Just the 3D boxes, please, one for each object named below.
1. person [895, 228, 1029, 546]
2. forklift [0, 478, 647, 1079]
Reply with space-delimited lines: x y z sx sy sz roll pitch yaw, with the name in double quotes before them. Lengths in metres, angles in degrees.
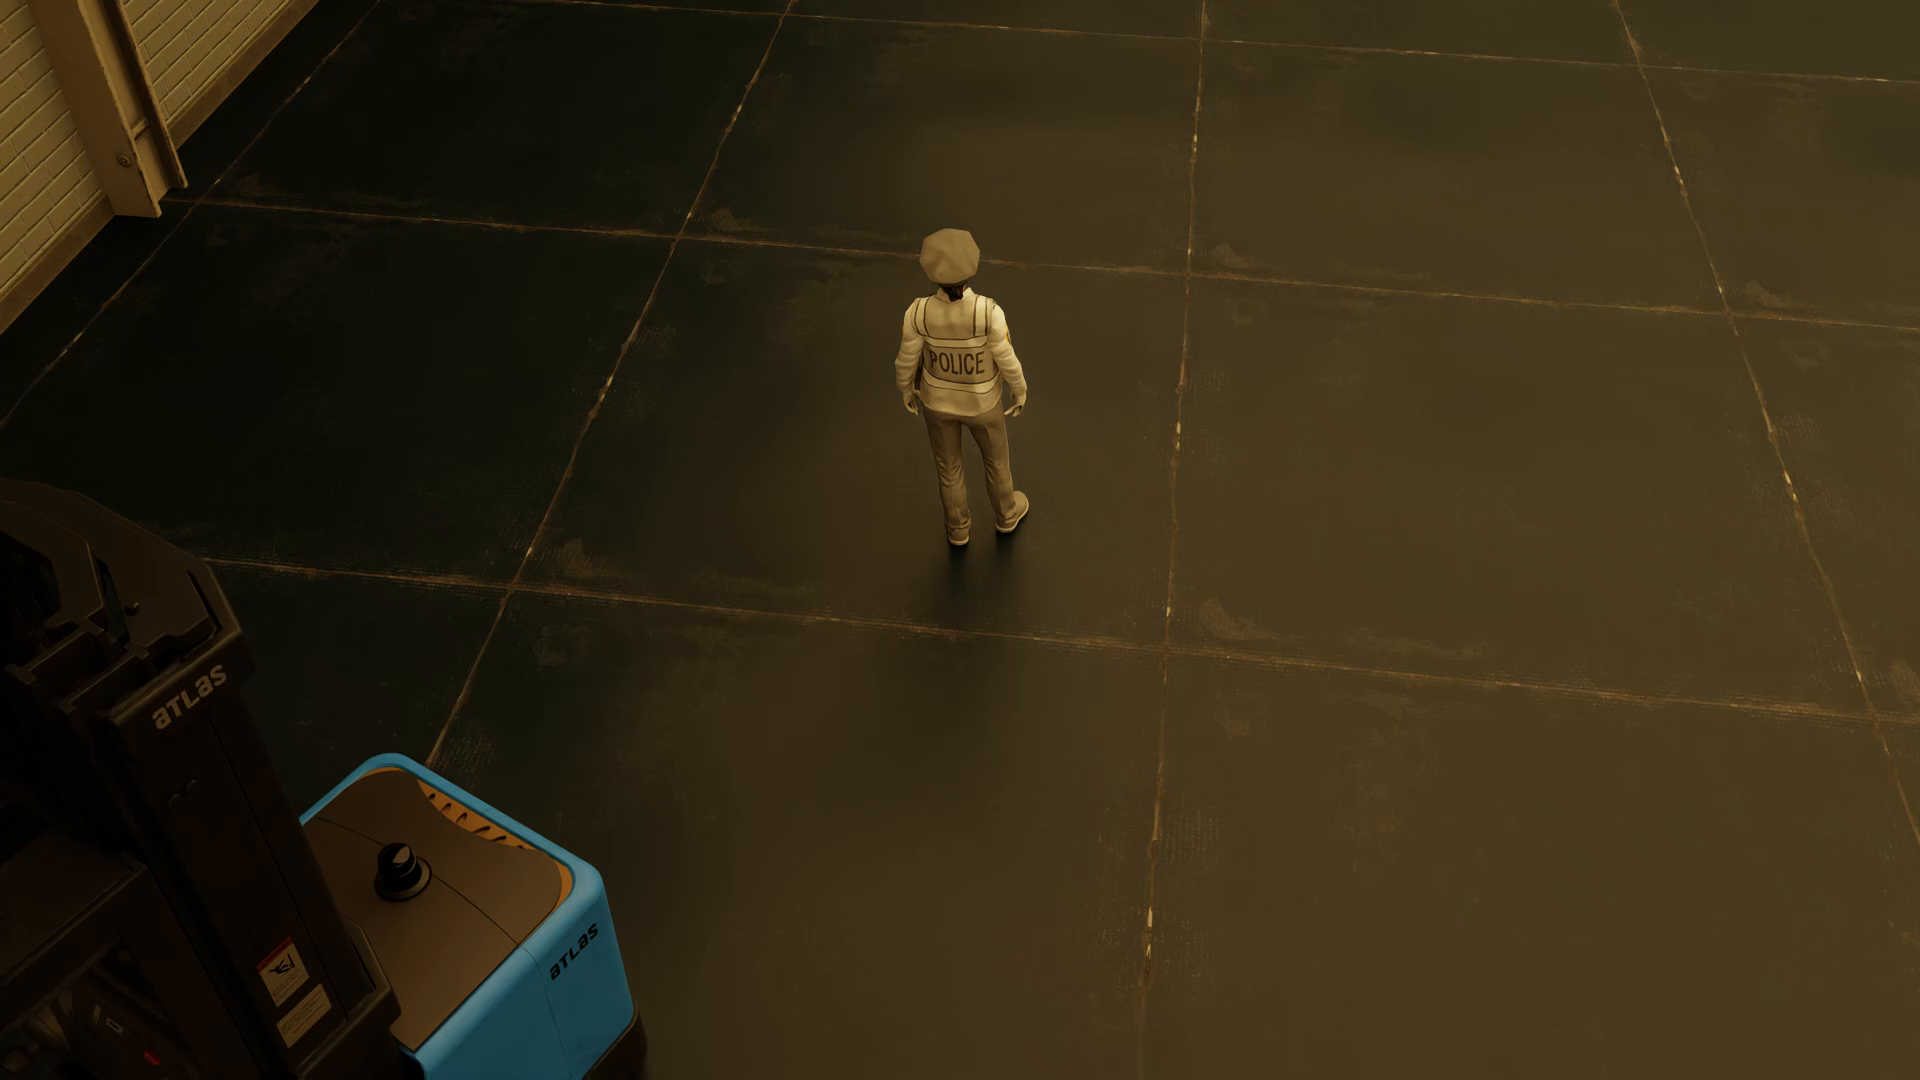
"person" 0.015 -0.675 7.362 0.587 1.695 0.531 5 43 6
"forklift" -2.318 1.414 4.185 1.130 2.935 3.031 23 47 23
